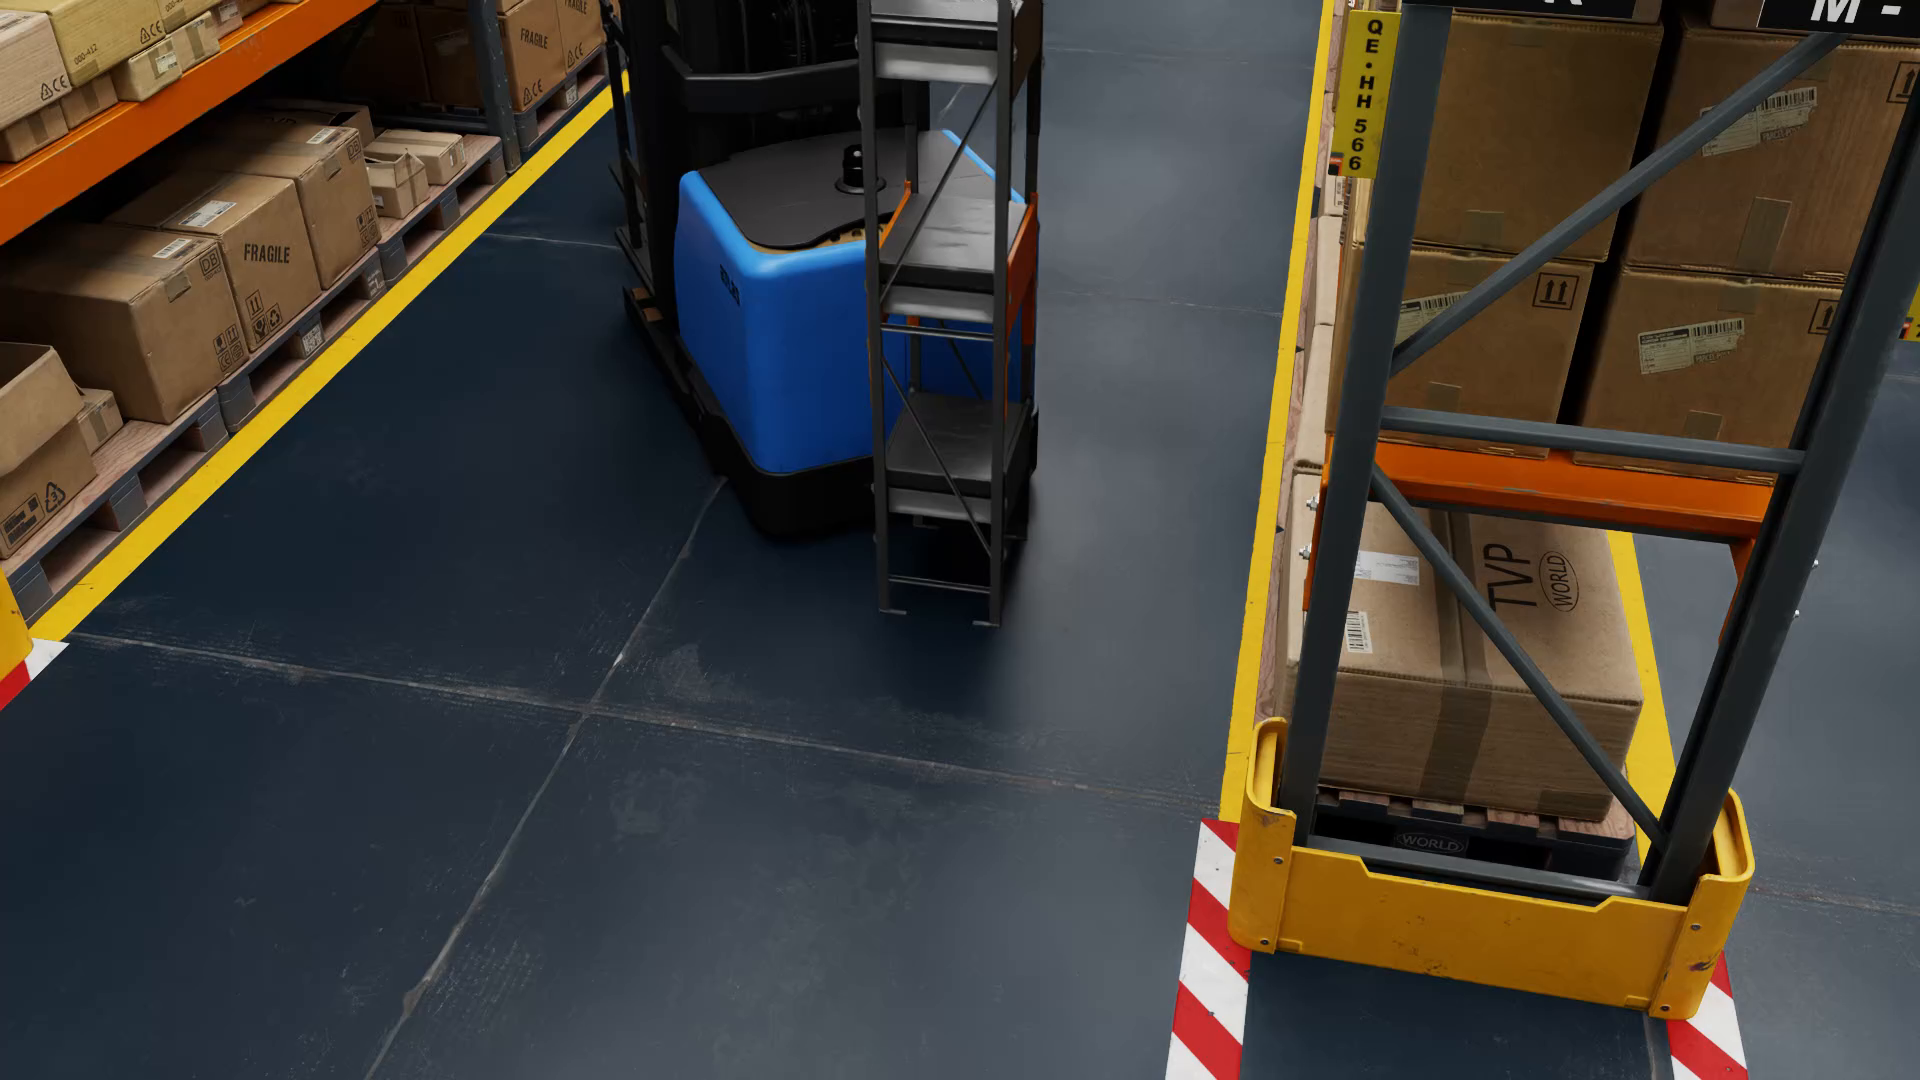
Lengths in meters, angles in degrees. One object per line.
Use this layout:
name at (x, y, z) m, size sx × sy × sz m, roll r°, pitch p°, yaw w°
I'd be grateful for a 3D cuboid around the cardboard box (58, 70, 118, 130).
cardboard box at (-3.016, -1.473, 5.441) m, size 0.380 × 0.149 × 0.250 m, roll 8°, pitch 37°, yaw 11°

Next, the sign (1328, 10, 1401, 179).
sign at (0.773, -0.845, 3.171) m, size 0.100 × 0.325 × 0.005 m, roll 7°, pitch 37°, yaw 10°

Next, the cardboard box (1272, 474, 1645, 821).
cardboard box at (1.343, 0.272, 4.644) m, size 0.875 × 0.438 × 0.875 m, roll 6°, pitch 36°, yaw 8°

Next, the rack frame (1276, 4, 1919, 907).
rack frame at (1.300, -0.204, 3.476) m, size 1.000 × 3.000 × 0.127 m, roll 7°, pitch 37°, yaw 10°

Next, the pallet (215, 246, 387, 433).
pallet at (-3.102, -0.893, 6.803) m, size 1.003 × 0.211 × 1.213 m, roll 7°, pitch 37°, yaw 10°

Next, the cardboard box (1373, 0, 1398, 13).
cardboard box at (1.253, -1.259, 3.994) m, size 0.500 × 0.500 × 0.500 m, roll 7°, pitch 37°, yaw 10°

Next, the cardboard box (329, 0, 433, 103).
cardboard box at (-2.880, -2.594, 8.545) m, size 0.500 × 0.500 × 0.500 m, roll 7°, pitch 37°, yaw 10°

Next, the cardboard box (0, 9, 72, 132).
cardboard box at (-3.083, -1.399, 4.999) m, size 0.500 × 0.250 × 0.500 m, roll 8°, pitch 37°, yaw 10°

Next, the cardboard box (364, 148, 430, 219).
cardboard box at (-2.604, -1.620, 7.400) m, size 0.396 × 0.266 × 0.258 m, roll 9°, pitch 37°, yaw 12°

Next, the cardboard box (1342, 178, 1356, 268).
cardboard box at (1.266, -0.840, 4.268) m, size 0.500 × 0.500 × 0.500 m, roll 7°, pitch 36°, yaw 9°

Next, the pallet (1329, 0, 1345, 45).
pallet at (2.766, -3.219, 10.011) m, size 1.003 × 0.211 × 1.213 m, roll 7°, pitch 37°, yaw 10°

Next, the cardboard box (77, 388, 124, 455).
cardboard box at (-3.198, -0.417, 5.841) m, size 0.380 × 0.149 × 0.250 m, roll 6°, pitch 36°, yaw 8°

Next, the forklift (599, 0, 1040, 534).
forklift at (-0.762, -2.067, 6.104) m, size 1.130 × 2.935 × 3.031 m, roll -14°, pitch 38°, yaw -18°

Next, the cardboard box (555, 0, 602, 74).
cardboard box at (-2.269, -2.831, 8.872) m, size 0.500 × 0.500 × 0.500 m, roll 7°, pitch 36°, yaw 9°

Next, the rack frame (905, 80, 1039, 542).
rack frame at (0.034, -0.872, 5.163) m, size 0.400 × 2.100 × 0.015 m, roll 7°, pitch 37°, yaw 10°

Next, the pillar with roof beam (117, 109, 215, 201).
pillar with roof beam at (0.481, -4.721, 4.595) m, size 9.100 × 9.000 × 0.400 m, roll 7°, pitch 37°, yaw 10°

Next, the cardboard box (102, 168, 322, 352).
cardboard box at (-2.896, -1.097, 6.479) m, size 0.500 × 0.500 × 0.500 m, roll 8°, pitch 37°, yaw 11°

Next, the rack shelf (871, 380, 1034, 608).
rack shelf at (-0.016, -0.154, 5.389) m, size 0.431 × 0.518 × 0.480 m, roll 7°, pitch 37°, yaw 10°

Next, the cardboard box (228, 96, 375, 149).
cardboard box at (-3.068, -1.850, 7.679) m, size 0.500 × 0.311 × 0.500 m, roll 9°, pitch 37°, yaw 12°

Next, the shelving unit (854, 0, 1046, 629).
shelving unit at (-0.016, -0.731, 4.970) m, size 0.431 × 2.100 × 0.503 m, roll 7°, pitch 37°, yaw 10°

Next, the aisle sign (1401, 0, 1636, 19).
aisle sign at (0.981, -1.254, 2.709) m, size 0.394 × 0.787 × 0.004 m, roll 7°, pitch 37°, yaw 10°

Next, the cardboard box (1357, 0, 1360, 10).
cardboard box at (1.687, -2.014, 5.887) m, size 0.500 × 0.500 × 0.500 m, roll 8°, pitch 37°, yaw 10°

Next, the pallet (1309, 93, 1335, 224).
pallet at (2.245, -1.820, 8.081) m, size 1.003 × 0.211 × 1.213 m, roll 7°, pitch 37°, yaw 10°

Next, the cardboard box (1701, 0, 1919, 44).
cardboard box at (1.646, -1.081, 3.195) m, size 0.380 × 0.149 × 0.250 m, roll 8°, pitch 37°, yaw 11°

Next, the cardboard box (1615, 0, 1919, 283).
cardboard box at (1.680, -0.889, 3.483) m, size 0.500 × 0.500 × 0.500 m, roll 7°, pitch 36°, yaw 9°

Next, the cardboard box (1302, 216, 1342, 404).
cardboard box at (1.724, -0.770, 6.082) m, size 0.875 × 0.438 × 0.875 m, roll 6°, pitch 36°, yaw 9°

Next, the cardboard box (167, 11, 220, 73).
cardboard box at (-2.852, -1.762, 5.840) m, size 0.380 × 0.149 × 0.250 m, roll 8°, pitch 37°, yaw 11°

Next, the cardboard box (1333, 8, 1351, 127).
cardboard box at (2.208, -2.173, 7.644) m, size 0.875 × 0.875 × 0.875 m, roll 8°, pitch 37°, yaw 11°

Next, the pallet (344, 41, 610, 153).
pallet at (-2.559, -2.459, 8.963) m, size 1.003 × 0.211 × 1.213 m, roll 7°, pitch 37°, yaw 10°

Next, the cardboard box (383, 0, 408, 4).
cardboard box at (-2.899, -2.785, 8.256) m, size 0.380 × 0.149 × 0.250 m, roll 6°, pitch 36°, yaw 8°

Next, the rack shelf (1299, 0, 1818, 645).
rack shelf at (1.727, -1.059, 5.269) m, size 1.077 × 0.370 × 4.000 m, roll 7°, pitch 37°, yaw 10°

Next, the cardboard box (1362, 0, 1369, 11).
cardboard box at (1.464, -1.434, 5.087) m, size 0.500 × 0.500 × 0.500 m, roll 8°, pitch 37°, yaw 11°

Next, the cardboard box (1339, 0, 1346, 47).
cardboard box at (2.585, -3.204, 9.067) m, size 0.875 × 0.875 × 0.875 m, roll 8°, pitch 37°, yaw 11°

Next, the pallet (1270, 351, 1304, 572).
pallet at (1.657, -0.241, 5.902) m, size 1.003 × 0.211 × 1.213 m, roll 7°, pitch 37°, yaw 10°

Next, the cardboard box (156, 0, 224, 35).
cardboard box at (-2.889, -1.986, 5.809) m, size 0.500 × 0.250 × 0.500 m, roll 6°, pitch 36°, yaw 9°

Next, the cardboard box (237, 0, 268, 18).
cardboard box at (-2.858, -2.066, 6.259) m, size 0.380 × 0.149 × 0.250 m, roll 8°, pitch 37°, yaw 11°

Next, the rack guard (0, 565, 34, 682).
rack guard at (-3.534, 0.144, 5.125) m, size 1.175 × 0.500 × 0.348 m, roll 7°, pitch 37°, yaw 10°

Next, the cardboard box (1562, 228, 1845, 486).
cardboard box at (1.683, -0.484, 3.776) m, size 0.500 × 0.500 × 0.500 m, roll 7°, pitch 37°, yaw 10°
